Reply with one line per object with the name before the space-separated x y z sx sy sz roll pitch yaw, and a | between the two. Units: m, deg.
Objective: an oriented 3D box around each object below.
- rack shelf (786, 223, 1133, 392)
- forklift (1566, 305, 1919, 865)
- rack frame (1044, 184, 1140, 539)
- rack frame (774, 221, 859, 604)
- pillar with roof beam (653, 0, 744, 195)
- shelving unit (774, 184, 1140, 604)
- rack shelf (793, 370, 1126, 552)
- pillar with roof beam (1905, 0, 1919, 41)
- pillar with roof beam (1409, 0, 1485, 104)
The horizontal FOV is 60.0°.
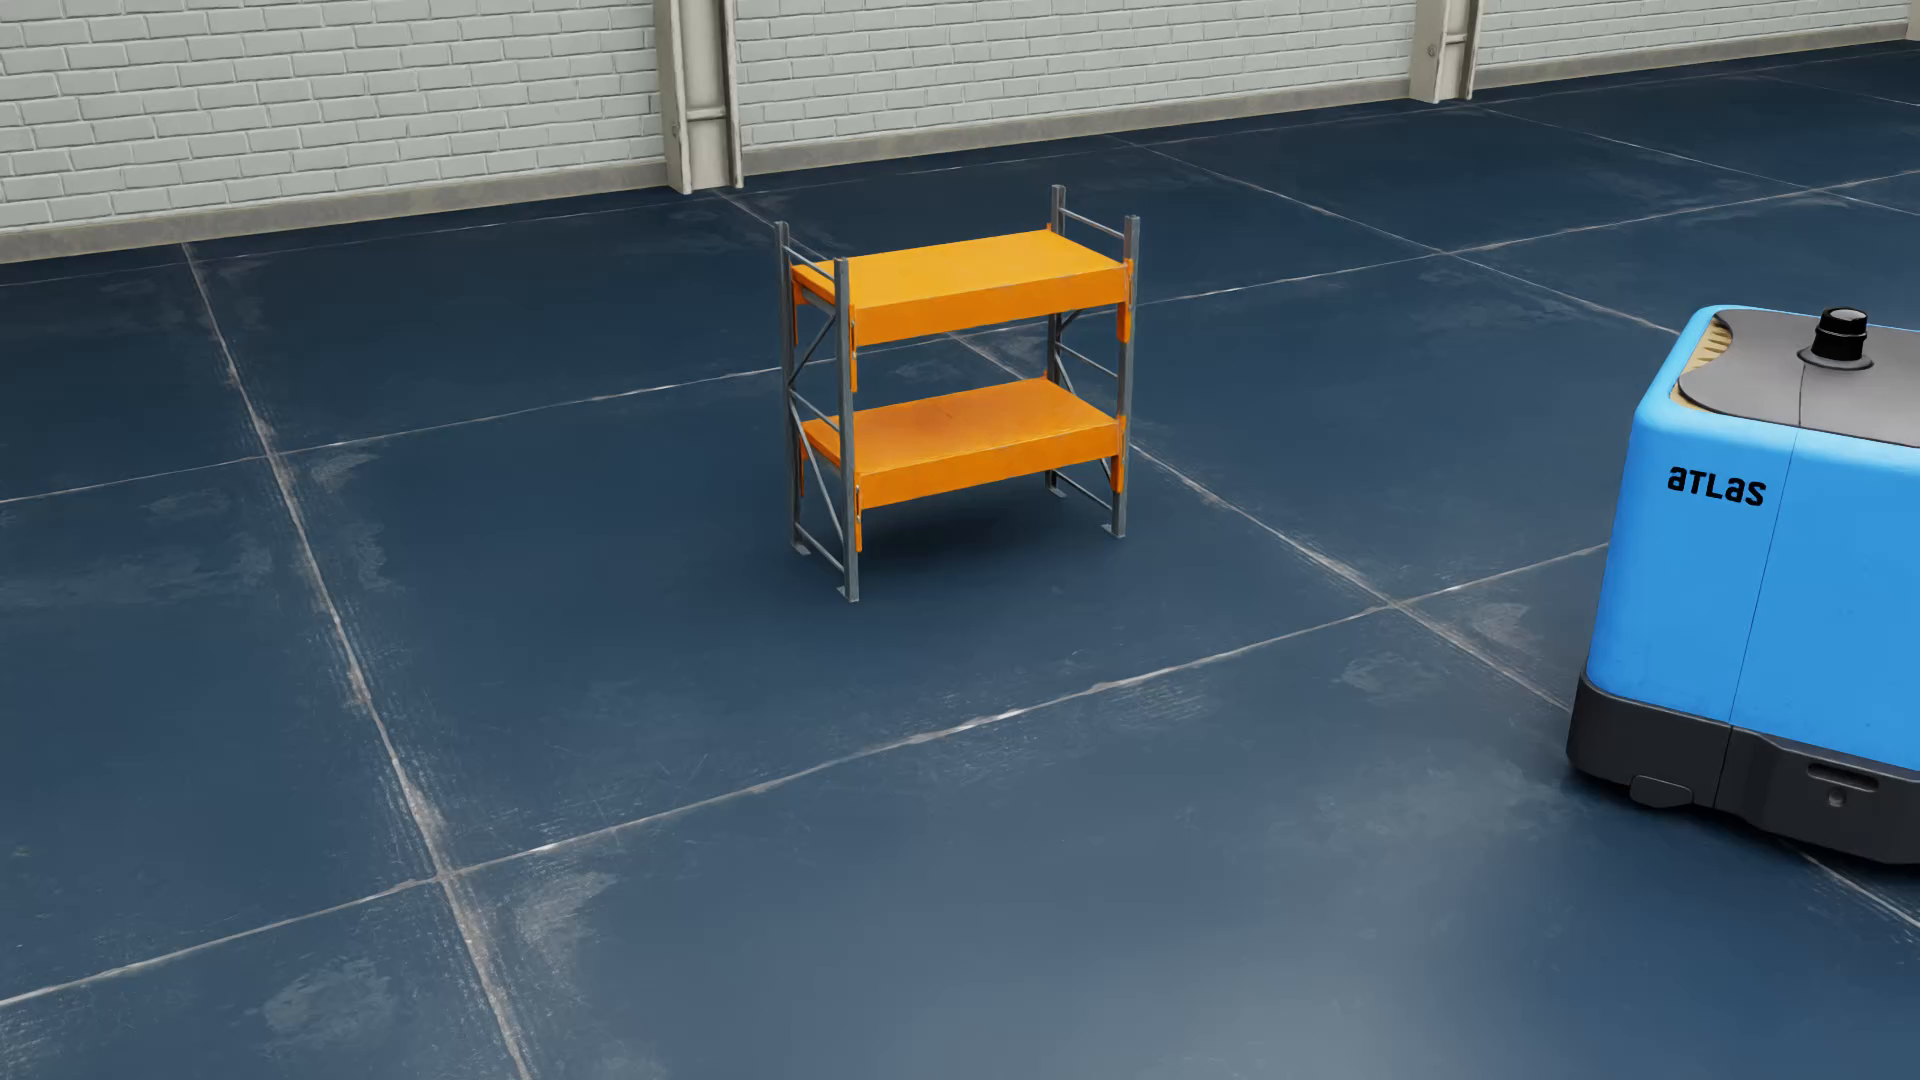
rack shelf | -0.006 -0.770 5.377 1.000 0.278 0.538 -13 29 -25
forklift | 3.136 -0.529 3.466 3.031 2.935 1.130 14 29 27
rack frame | 0.443 -0.609 5.719 0.032 1.125 0.500 -13 29 -25
rack frame | -0.455 -0.402 5.288 0.032 1.125 0.500 -13 29 -25
pillar with roof beam | 0.442 -4.616 4.967 0.400 9.000 9.100 -13 29 -25
shelving unit | -0.006 -0.506 5.504 1.048 1.125 0.538 -13 29 -25
rack shelf | -0.006 -0.285 5.609 1.000 0.278 0.538 -13 29 -25
pillar with roof beam | 11.031 -7.060 10.057 0.400 9.000 9.100 -13 29 -25
pillar with roof beam | 5.736 -5.838 7.512 0.400 9.000 9.100 -13 29 -25
